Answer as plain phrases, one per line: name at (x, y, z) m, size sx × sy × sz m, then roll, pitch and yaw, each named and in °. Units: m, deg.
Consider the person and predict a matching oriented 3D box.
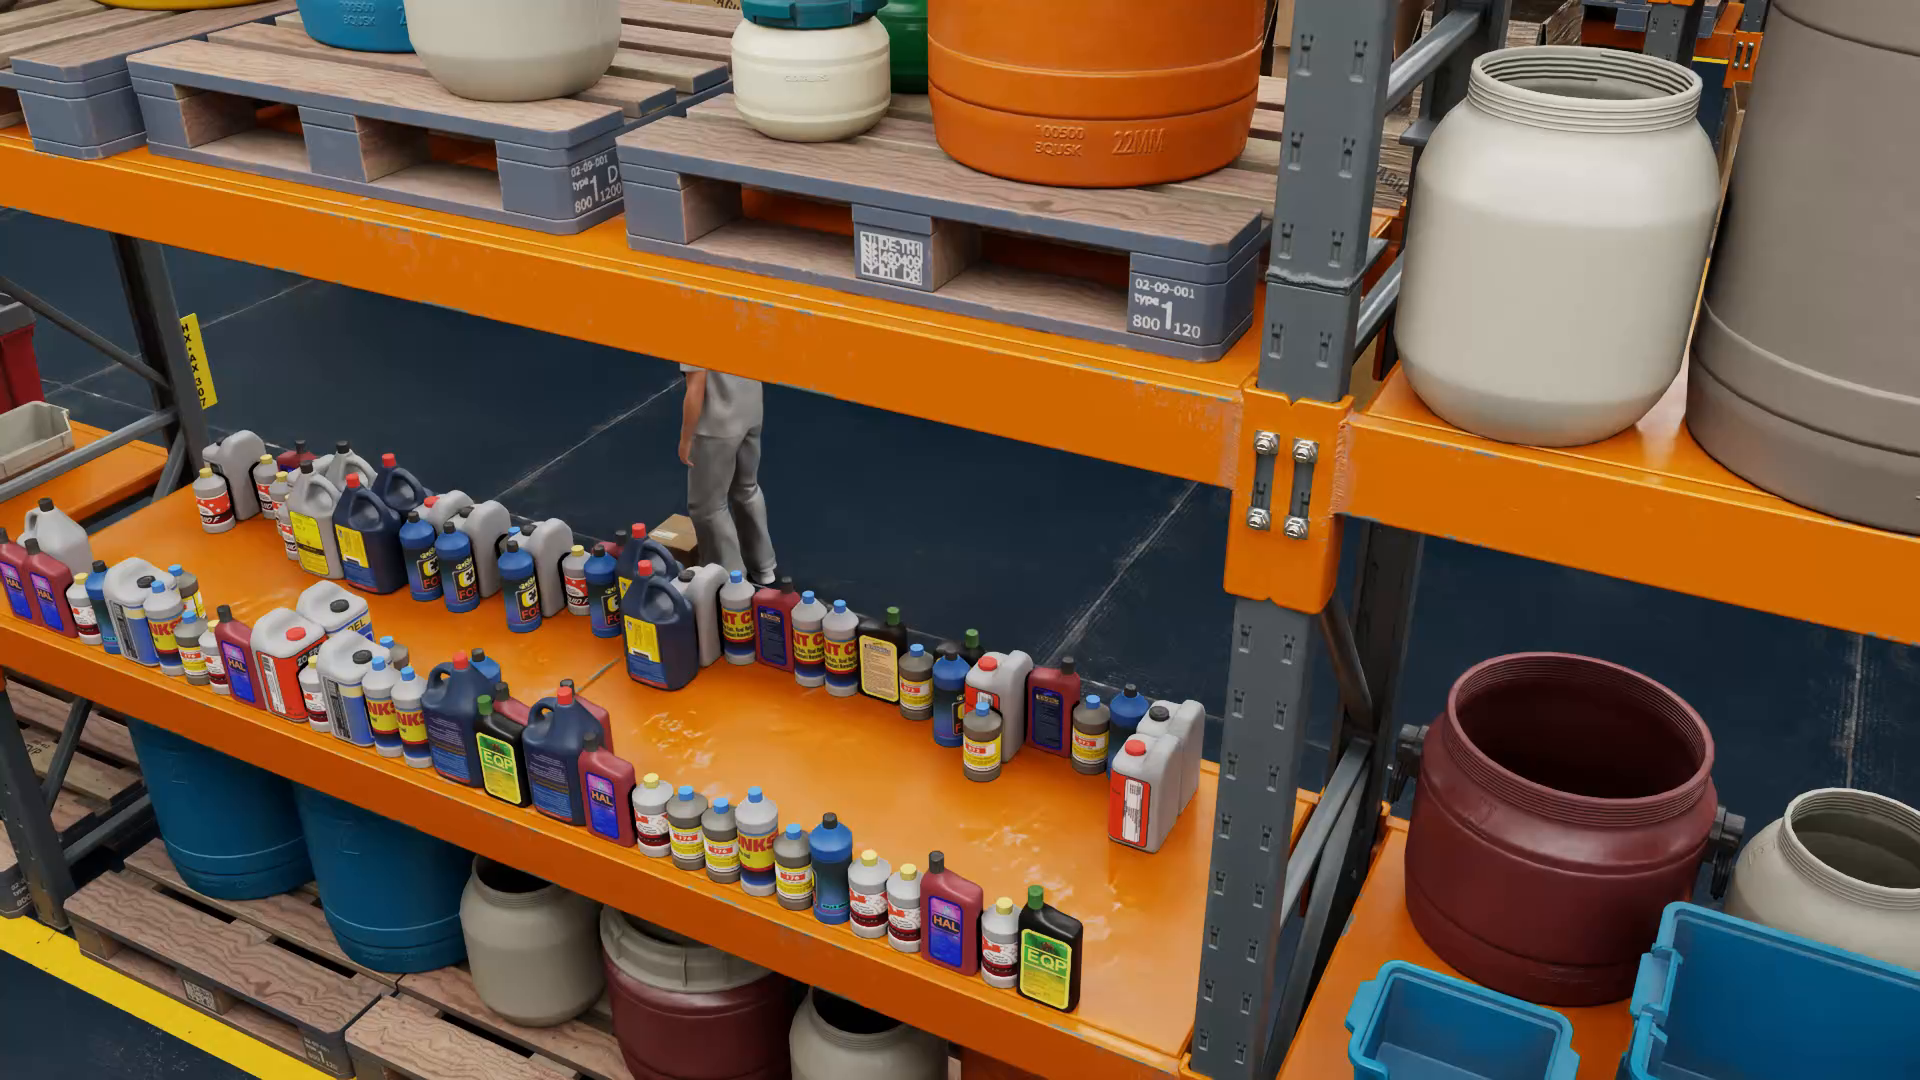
person at (-1.008, -0.482, 6.981) m, size 0.350 × 1.652 × 0.500 m, roll 14°, pitch 33°, yaw 22°
